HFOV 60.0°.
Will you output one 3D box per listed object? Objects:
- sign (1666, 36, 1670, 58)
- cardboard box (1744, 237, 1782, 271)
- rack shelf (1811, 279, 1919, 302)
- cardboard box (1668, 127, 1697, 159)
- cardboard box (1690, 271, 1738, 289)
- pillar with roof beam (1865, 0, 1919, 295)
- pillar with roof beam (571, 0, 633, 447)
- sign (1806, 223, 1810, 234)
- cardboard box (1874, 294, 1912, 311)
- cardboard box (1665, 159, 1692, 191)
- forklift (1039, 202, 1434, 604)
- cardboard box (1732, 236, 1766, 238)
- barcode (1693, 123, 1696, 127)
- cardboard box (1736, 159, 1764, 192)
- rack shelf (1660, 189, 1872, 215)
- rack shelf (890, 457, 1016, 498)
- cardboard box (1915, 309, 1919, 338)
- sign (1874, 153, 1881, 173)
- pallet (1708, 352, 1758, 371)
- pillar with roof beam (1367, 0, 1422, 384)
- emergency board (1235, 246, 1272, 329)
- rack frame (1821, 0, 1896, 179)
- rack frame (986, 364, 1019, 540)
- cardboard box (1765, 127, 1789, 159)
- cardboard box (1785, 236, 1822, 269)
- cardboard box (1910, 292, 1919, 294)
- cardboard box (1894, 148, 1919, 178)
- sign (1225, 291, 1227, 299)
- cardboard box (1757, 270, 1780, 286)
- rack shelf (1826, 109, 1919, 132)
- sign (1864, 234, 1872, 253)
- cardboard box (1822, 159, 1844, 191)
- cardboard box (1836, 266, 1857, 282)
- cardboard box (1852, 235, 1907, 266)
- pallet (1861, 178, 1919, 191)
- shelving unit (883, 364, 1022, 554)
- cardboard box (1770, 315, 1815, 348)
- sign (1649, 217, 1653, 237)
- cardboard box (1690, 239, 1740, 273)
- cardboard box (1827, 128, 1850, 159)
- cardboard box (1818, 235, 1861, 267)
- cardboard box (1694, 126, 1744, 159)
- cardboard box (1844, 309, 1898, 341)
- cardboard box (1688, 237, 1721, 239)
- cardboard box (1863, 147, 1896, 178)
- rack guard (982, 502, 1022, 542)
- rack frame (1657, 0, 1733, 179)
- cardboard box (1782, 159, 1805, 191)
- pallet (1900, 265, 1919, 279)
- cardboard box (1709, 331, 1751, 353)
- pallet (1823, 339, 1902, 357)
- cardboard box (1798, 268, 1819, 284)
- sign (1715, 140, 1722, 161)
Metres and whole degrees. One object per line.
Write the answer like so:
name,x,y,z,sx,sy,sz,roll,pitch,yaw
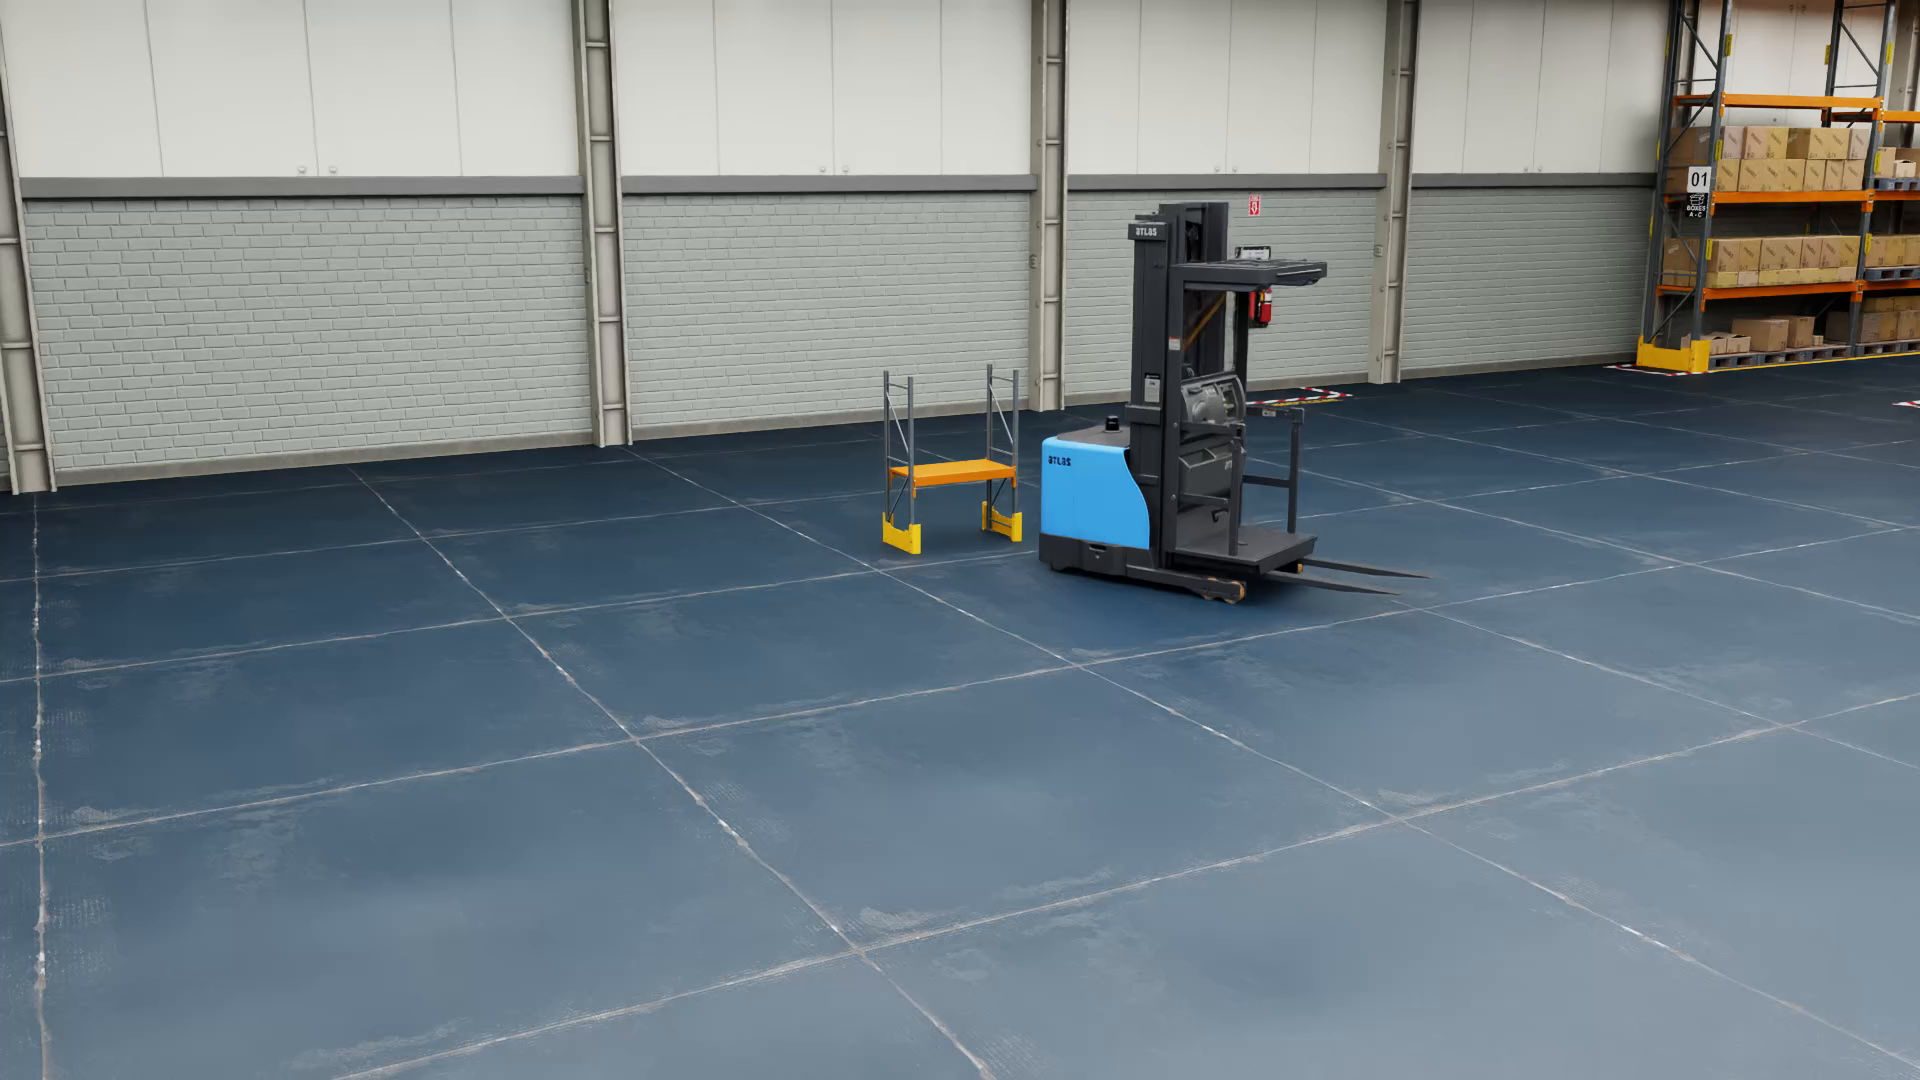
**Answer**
sign,11.247,-7.819,26.370,0.005,0.325,0.100,-7,14,-28
cardboard box,12.953,-4.648,27.020,0.500,0.500,0.500,-7,15,-30
rack shelf,16.762,-4.531,29.548,4.000,0.370,1.077,-7,14,-28
cardboard box,11.748,-6.356,26.637,0.500,0.500,0.500,-6,14,-25
cardboard box,12.076,-4.177,26.634,0.500,0.250,0.500,-7,15,-29
pillar with roof beam,19.024,-7.219,26.192,0.548,9.000,9.100,-7,14,-28
pillar with roof beam,-2.041,-4.694,14.973,0.400,9.000,9.100,-7,14,-28
sign,14.737,-5.343,28.880,0.005,0.325,0.100,-7,14,-28
cardboard box,16.484,-4.215,29.491,0.500,0.250,0.500,-7,15,-29
cardboard box,11.740,-5.865,26.733,0.500,0.500,0.500,-6,14,-24
forklift,2.127,-1.084,12.750,3.031,2.935,1.130,9,16,36
cardboard box,13.147,-4.803,27.706,0.500,0.500,0.500,-7,14,-27
barcode,11.879,-6.714,26.908,0.075,0.075,0.001,-7,14,-28
cardboard box,12.397,-5.809,26.484,0.500,0.500,0.500,-6,14,-24
rack shelf,13.251,-5.573,27.349,4.000,0.370,1.077,-7,14,-28
rack shelf,-0.075,-0.547,14.444,1.000,0.185,0.538,-7,14,-28
cardboard box,16.980,-3.912,29.851,0.500,0.500,0.700,-7,14,-28
sign,15.273,-6.283,27.687,0.005,0.325,0.100,-7,14,-28
pallet,12.292,-2.977,27.355,1.213,0.211,1.003,-7,14,-28
pillar with roof beam,8.492,-5.957,20.582,0.400,9.000,9.100,-7,14,-28
emergency board,4.241,-3.607,23.805,0.643,1.169,0.194,-7,14,-28
rack frame,15.006,-7.598,27.875,0.127,3.000,1.000,-7,14,-28
rack frame,0.371,-0.776,14.642,0.032,1.500,0.500,-7,14,-28
cardboard box,12.859,-6.353,26.624,0.500,0.500,0.500,-6,14,-26
cardboard box,13.857,-4.760,27.516,0.500,0.500,0.500,-7,15,-29
cardboard box,17.380,-4.319,29.953,0.500,0.250,0.500,-7,14,-27
cardboard box,16.607,-6.560,28.911,0.500,0.500,0.500,-7,15,-30
sign,3.707,-3.586,23.631,0.234,0.329,0.001,-7,14,-28
cardboard box,12.975,-4.287,27.122,0.500,0.250,0.500,-7,15,-29
rack shelf,16.762,-7.262,28.933,4.000,0.370,1.077,-7,14,-28
sign,15.273,-4.990,27.978,0.005,0.325,0.100,-7,14,-28
cardboard box,14.231,-6.042,27.518,0.500,0.500,0.500,-8,15,-33
cardboard box,14.736,-4.500,28.067,0.500,0.250,0.500,-7,14,-28
cardboard box,15.963,-5.039,28.938,0.500,0.500,0.700,-5,14,-22
pallet,15.599,-6.087,28.422,1.003,0.211,1.213,-7,14,-28
shelving unit,-0.067,-0.724,14.409,1.083,1.500,0.587,-7,14,-28
cardboard box,14.114,-3.549,28.241,0.500,0.500,0.500,-8,15,-32
sign,11.247,-5.079,26.987,0.005,0.325,0.100,-7,14,-28
cardboard box,12.058,-4.545,26.562,0.500,0.500,0.500,-7,14,-28
cardboard box,14.218,-6.516,27.348,0.500,0.500,0.500,-6,14,-25
cardboard box,14.739,-4.864,27.980,0.500,0.500,0.500,-7,14,-28
cardboard box,11.950,-6.254,26.184,0.500,0.500,0.500,-8,15,-32
cardboard box,16.074,-3.811,29.403,0.500,0.500,0.700,-7,15,-29
cardboard box,12.254,-4.694,27.225,0.500,0.500,0.500,-7,14,-27
cardboard box,15.524,-6.430,28.334,0.500,0.500,0.500,-5,13,-20
rack guard,0.370,-0.166,14.779,0.087,0.250,0.587,-7,14,-28
rack frame,11.495,-7.177,26.005,0.127,3.000,1.000,-7,14,-28
cardboard box,13.311,-5.925,26.999,0.500,0.500,0.500,-6,14,-24
pallet,16.799,-4.782,29.464,1.213,0.211,1.003,-7,14,-28
cardboard box,12.646,-3.269,27.424,0.500,0.311,0.500,-6,14,-23
pallet,15.689,-3.393,29.205,1.213,0.211,1.003,-7,14,-28
cardboard box,13.860,-4.393,27.593,0.500,0.250,0.500,-7,14,-28
sign,11.755,-6.036,25.774,0.005,0.325,0.100,-7,14,-28
